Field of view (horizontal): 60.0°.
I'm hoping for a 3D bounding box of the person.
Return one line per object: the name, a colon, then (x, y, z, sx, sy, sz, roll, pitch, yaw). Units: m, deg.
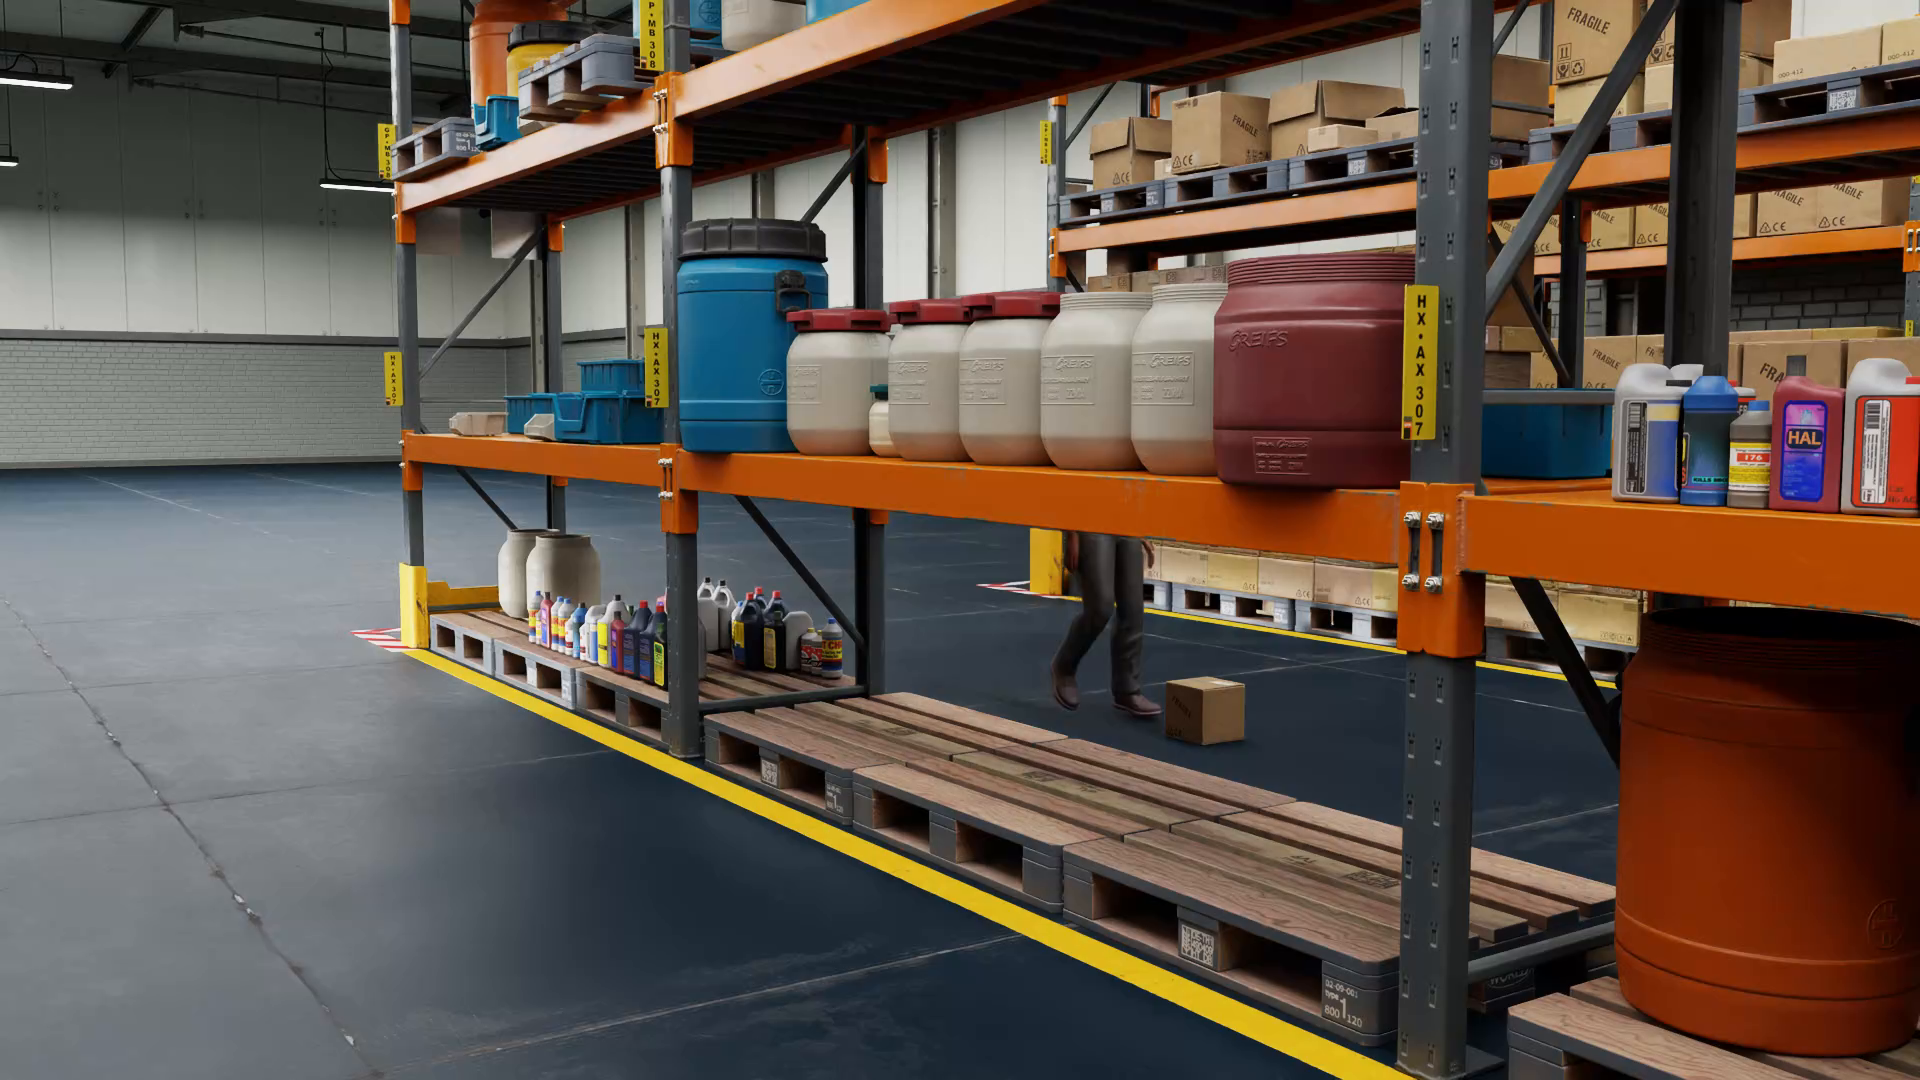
person: (0.714, -0.005, 7.882, 0.491, 1.656, 0.537, -4, 6, -39)
